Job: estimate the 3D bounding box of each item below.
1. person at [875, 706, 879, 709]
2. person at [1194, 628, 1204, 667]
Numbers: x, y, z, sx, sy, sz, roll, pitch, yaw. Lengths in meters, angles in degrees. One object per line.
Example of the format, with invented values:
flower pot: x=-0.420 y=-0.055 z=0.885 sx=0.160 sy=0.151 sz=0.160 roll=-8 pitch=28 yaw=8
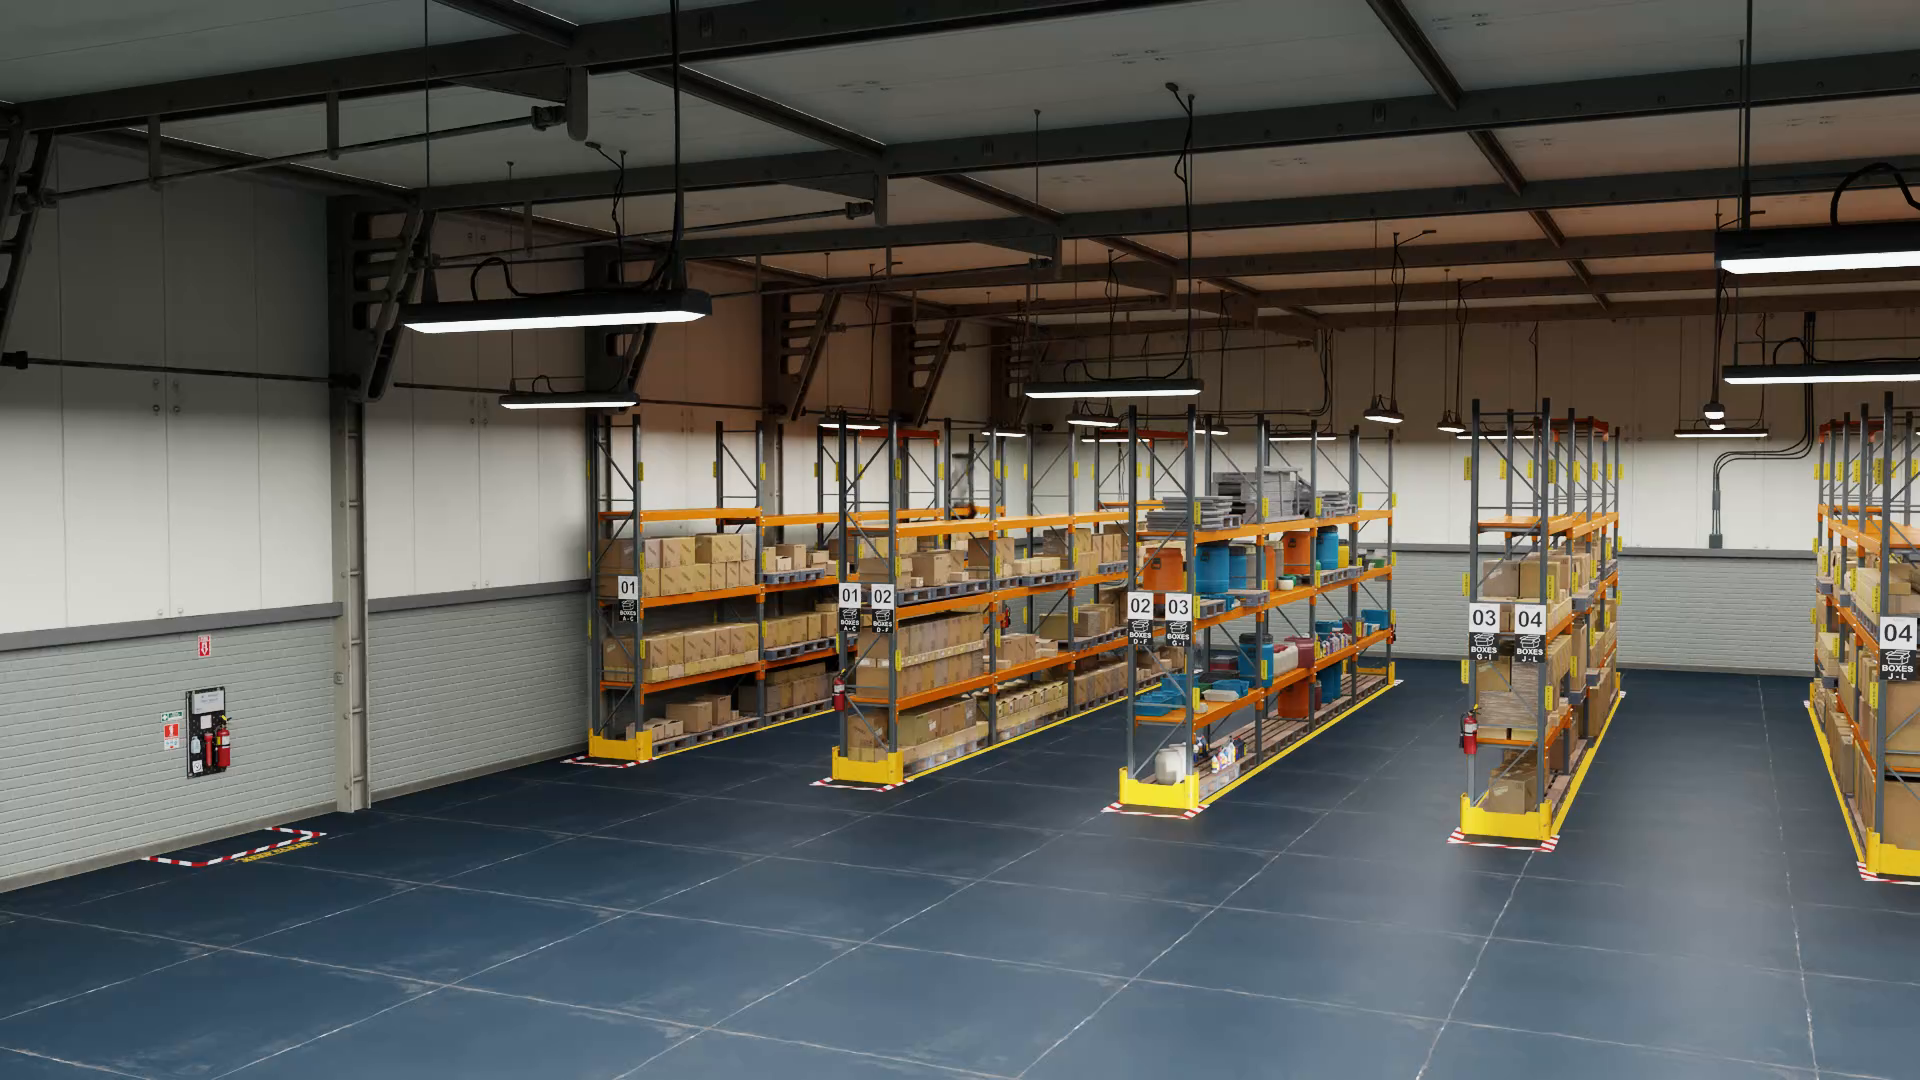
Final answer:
person: x=-1.356 y=2.899 z=31.582 sx=0.578 sy=1.622 sz=0.571 roll=1 pitch=3 yaw=28
person: x=6.051 y=2.477 z=42.313 sx=0.805 sy=1.629 sz=0.557 roll=2 pitch=3 yaw=34
